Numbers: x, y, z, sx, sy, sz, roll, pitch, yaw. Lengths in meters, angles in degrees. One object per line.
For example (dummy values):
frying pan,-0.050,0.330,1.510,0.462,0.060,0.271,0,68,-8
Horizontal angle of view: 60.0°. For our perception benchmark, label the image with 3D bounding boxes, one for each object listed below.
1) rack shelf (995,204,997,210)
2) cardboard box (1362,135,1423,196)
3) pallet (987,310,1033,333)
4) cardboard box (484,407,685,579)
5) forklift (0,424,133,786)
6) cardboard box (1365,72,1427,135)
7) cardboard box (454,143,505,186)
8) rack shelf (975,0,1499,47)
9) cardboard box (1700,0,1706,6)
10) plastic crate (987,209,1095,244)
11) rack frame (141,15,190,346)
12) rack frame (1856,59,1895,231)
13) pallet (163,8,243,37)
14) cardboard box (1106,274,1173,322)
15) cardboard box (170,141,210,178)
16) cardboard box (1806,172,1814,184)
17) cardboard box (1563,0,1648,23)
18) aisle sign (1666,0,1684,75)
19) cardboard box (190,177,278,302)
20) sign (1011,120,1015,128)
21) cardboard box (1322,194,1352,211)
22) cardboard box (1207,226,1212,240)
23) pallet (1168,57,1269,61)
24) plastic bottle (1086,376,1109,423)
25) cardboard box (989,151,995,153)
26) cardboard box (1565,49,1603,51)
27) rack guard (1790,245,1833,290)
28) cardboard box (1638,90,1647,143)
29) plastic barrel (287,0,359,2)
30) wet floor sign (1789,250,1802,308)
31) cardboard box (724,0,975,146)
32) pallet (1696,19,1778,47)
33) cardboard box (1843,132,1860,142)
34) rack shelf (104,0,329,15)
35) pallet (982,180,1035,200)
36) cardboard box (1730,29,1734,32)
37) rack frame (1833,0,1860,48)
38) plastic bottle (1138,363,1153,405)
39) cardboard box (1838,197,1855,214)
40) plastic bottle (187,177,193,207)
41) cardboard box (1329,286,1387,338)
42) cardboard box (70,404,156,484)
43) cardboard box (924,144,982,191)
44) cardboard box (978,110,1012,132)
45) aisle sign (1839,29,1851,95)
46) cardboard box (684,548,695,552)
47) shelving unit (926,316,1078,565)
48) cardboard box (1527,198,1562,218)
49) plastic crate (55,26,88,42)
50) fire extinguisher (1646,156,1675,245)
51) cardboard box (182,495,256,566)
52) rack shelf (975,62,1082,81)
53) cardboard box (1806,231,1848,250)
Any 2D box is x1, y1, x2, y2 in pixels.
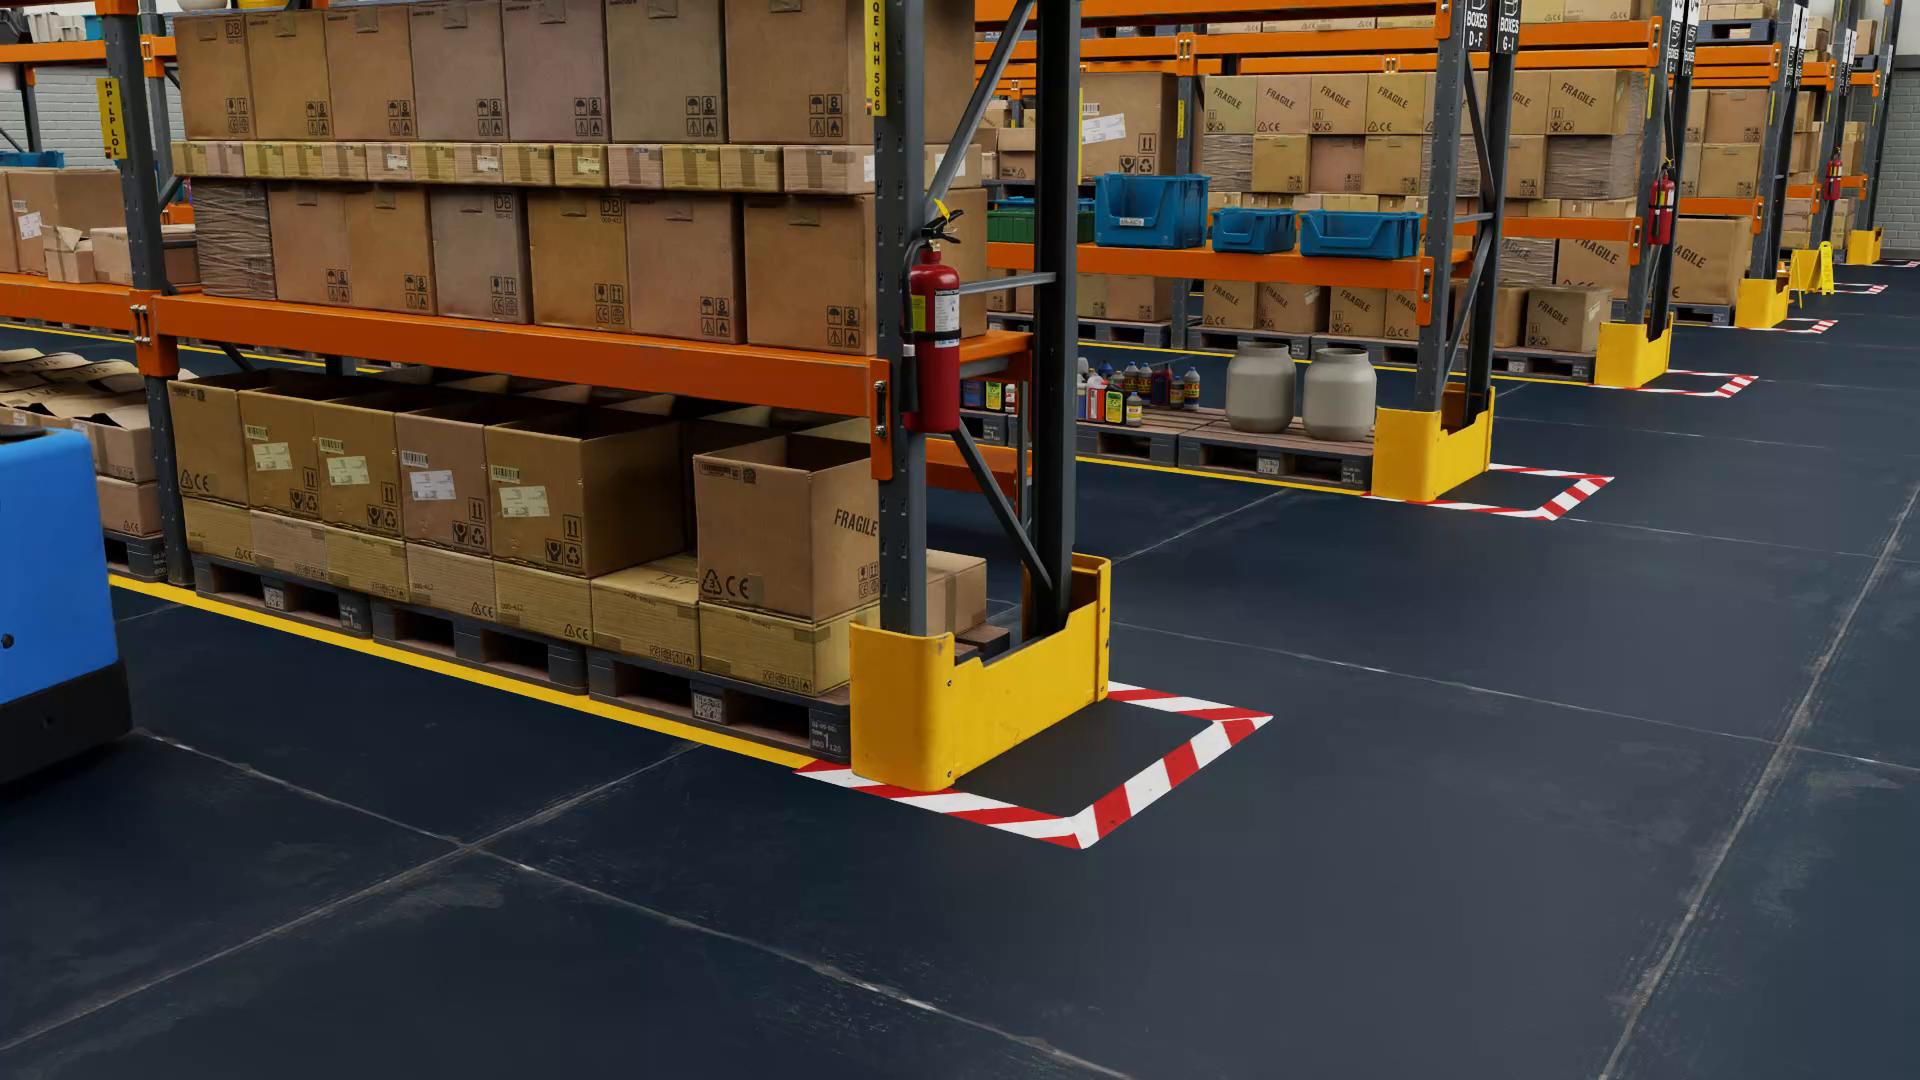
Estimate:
rack shelf,0.628,-3.239,16.663,4.000,0.370,1.077,9,17,33
cardboard box,3.885,-3.244,14.358,0.500,0.500,0.875,9,17,33
pallet,0.624,-2.234,16.909,1.213,0.211,1.003,9,17,33
cardboard box,-1.374,-0.186,6.119,0.500,0.500,0.500,9,17,33
forklift,-4.306,-0.745,5.232,3.031,2.935,1.130,5,15,20
cardboard box,3.770,-3.689,14.073,0.500,0.500,0.500,9,17,33
cardboard box,-1.637,-1.393,6.151,0.250,0.149,0.380,9,16,32
rack shelf,1.183,-3.171,10.146,4.000,0.370,1.077,9,17,33
cardboard box,7.482,-5.616,17.137,0.500,0.250,0.500,9,17,33
plastic crate,0.492,-1.991,10.566,0.662,0.188,0.450,9,17,33
rack frame,-7.115,-3.405,15.837,0.127,3.000,1.000,9,17,33
rack frame,13.905,-5.750,25.308,0.127,3.000,1.000,9,17,33
pallet,-6.410,-4.684,15.154,1.003,0.211,1.213,9,17,33
cardboard box,1.790,-2.407,16.090,0.500,0.500,0.700,8,16,29
cardboard box,-3.129,-1.634,7.124,0.250,0.149,0.380,9,17,33
cardboard box,10.971,-4.724,21.689,0.250,0.149,0.380,9,17,33
cardboard box,5.065,-4.181,13.040,0.500,0.250,0.500,10,17,34
aisle sign,5.491,-3.977,12.738,0.004,0.787,0.394,9,17,33
cardboard box,-2.873,-1.336,7.268,0.500,0.500,0.700,9,16,31
sign,0.872,-6.717,27.248,0.005,0.325,0.100,9,17,33
cardboard box,3.349,-2.947,14.507,0.250,0.149,0.380,9,17,33
cardboard box,3.003,-3.728,20.947,0.750,0.750,1.050,9,17,34
pallet,3.314,-5.971,20.353,1.213,0.211,1.003,10,17,35
plastic bottle,0.880,-0.886,10.411,0.135,0.276,0.152,9,17,33
cardboard box,0.503,-3.825,16.940,0.258,0.266,0.396,9,16,31
cardboard box,8.464,-6.643,22.366,0.500,0.250,0.500,9,17,32
rack guard,11.074,-3.556,21.649,0.348,0.500,1.175,9,17,33
cardboard box,7.276,-4.571,17.987,0.550,0.550,0.875,9,17,33
plastic barrel,-5.613,-5.110,14.565,0.708,0.901,0.600,9,17,33
wet floor sign,9.588,-3.007,19.128,0.232,0.644,0.267,6,15,23
cardboard box,-0.349,-1.559,5.473,0.500,0.500,0.700,9,17,33
pallet,7.837,-5.269,17.310,1.213,0.211,1.003,9,17,33
cardboard box,13.460,-6.104,25.180,0.250,0.149,0.380,9,17,34
rack shelf,-1.585,-2.184,6.158,4.000,0.370,1.077,9,17,33
pallet,0.634,-3.506,16.643,1.213,0.211,1.003,9,17,33
cardboard box,9.897,-6.619,21.439,0.250,0.149,0.380,9,17,33
rack frame,11.137,-7.672,20.587,0.127,3.000,1.000,9,17,33
plastic bottle,1.227,-1.037,11.030,0.097,0.271,0.097,0,14,0
cardboard box,13.611,-5.206,25.881,0.500,0.250,0.500,9,16,32
plastic bottle,-7.049,-3.215,15.309,0.133,0.283,0.061,9,17,33
cardboard box,3.636,-2.106,14.917,0.500,0.500,0.500,8,16,28
cardboard box,-3.740,-0.484,7.717,0.500,0.311,0.500,9,17,33
cardboard box,-0.131,-1.268,5.645,0.250,0.149,0.380,9,17,32
cardboard box,0.634,-6.911,27.710,0.500,0.500,0.500,9,17,32
aisle sign,11.027,-5.955,20.728,0.004,0.787,0.394,9,17,33
cardboard box,-1.078,0.072,6.637,0.500,0.250,0.500,9,17,33
shelving unit,-0.006,-0.547,8.192,1.048,1.125,0.538,9,17,33
cardboard box,4.812,-2.716,13.574,0.250,0.149,0.380,9,17,33
plastic crate,-8.383,-4.828,15.891,0.466,0.136,0.293,9,17,33
fire extinguisher,5.444,-2.639,12.902,0.183,0.674,0.296,9,17,33
cardboard box,-3.029,-0.092,7.300,0.500,0.250,0.500,9,17,33
rack shelf,0.161,-6.207,22.410,4.000,0.370,1.077,9,17,33
cardboard box,13.338,-4.619,25.588,0.500,0.250,0.500,9,17,33
